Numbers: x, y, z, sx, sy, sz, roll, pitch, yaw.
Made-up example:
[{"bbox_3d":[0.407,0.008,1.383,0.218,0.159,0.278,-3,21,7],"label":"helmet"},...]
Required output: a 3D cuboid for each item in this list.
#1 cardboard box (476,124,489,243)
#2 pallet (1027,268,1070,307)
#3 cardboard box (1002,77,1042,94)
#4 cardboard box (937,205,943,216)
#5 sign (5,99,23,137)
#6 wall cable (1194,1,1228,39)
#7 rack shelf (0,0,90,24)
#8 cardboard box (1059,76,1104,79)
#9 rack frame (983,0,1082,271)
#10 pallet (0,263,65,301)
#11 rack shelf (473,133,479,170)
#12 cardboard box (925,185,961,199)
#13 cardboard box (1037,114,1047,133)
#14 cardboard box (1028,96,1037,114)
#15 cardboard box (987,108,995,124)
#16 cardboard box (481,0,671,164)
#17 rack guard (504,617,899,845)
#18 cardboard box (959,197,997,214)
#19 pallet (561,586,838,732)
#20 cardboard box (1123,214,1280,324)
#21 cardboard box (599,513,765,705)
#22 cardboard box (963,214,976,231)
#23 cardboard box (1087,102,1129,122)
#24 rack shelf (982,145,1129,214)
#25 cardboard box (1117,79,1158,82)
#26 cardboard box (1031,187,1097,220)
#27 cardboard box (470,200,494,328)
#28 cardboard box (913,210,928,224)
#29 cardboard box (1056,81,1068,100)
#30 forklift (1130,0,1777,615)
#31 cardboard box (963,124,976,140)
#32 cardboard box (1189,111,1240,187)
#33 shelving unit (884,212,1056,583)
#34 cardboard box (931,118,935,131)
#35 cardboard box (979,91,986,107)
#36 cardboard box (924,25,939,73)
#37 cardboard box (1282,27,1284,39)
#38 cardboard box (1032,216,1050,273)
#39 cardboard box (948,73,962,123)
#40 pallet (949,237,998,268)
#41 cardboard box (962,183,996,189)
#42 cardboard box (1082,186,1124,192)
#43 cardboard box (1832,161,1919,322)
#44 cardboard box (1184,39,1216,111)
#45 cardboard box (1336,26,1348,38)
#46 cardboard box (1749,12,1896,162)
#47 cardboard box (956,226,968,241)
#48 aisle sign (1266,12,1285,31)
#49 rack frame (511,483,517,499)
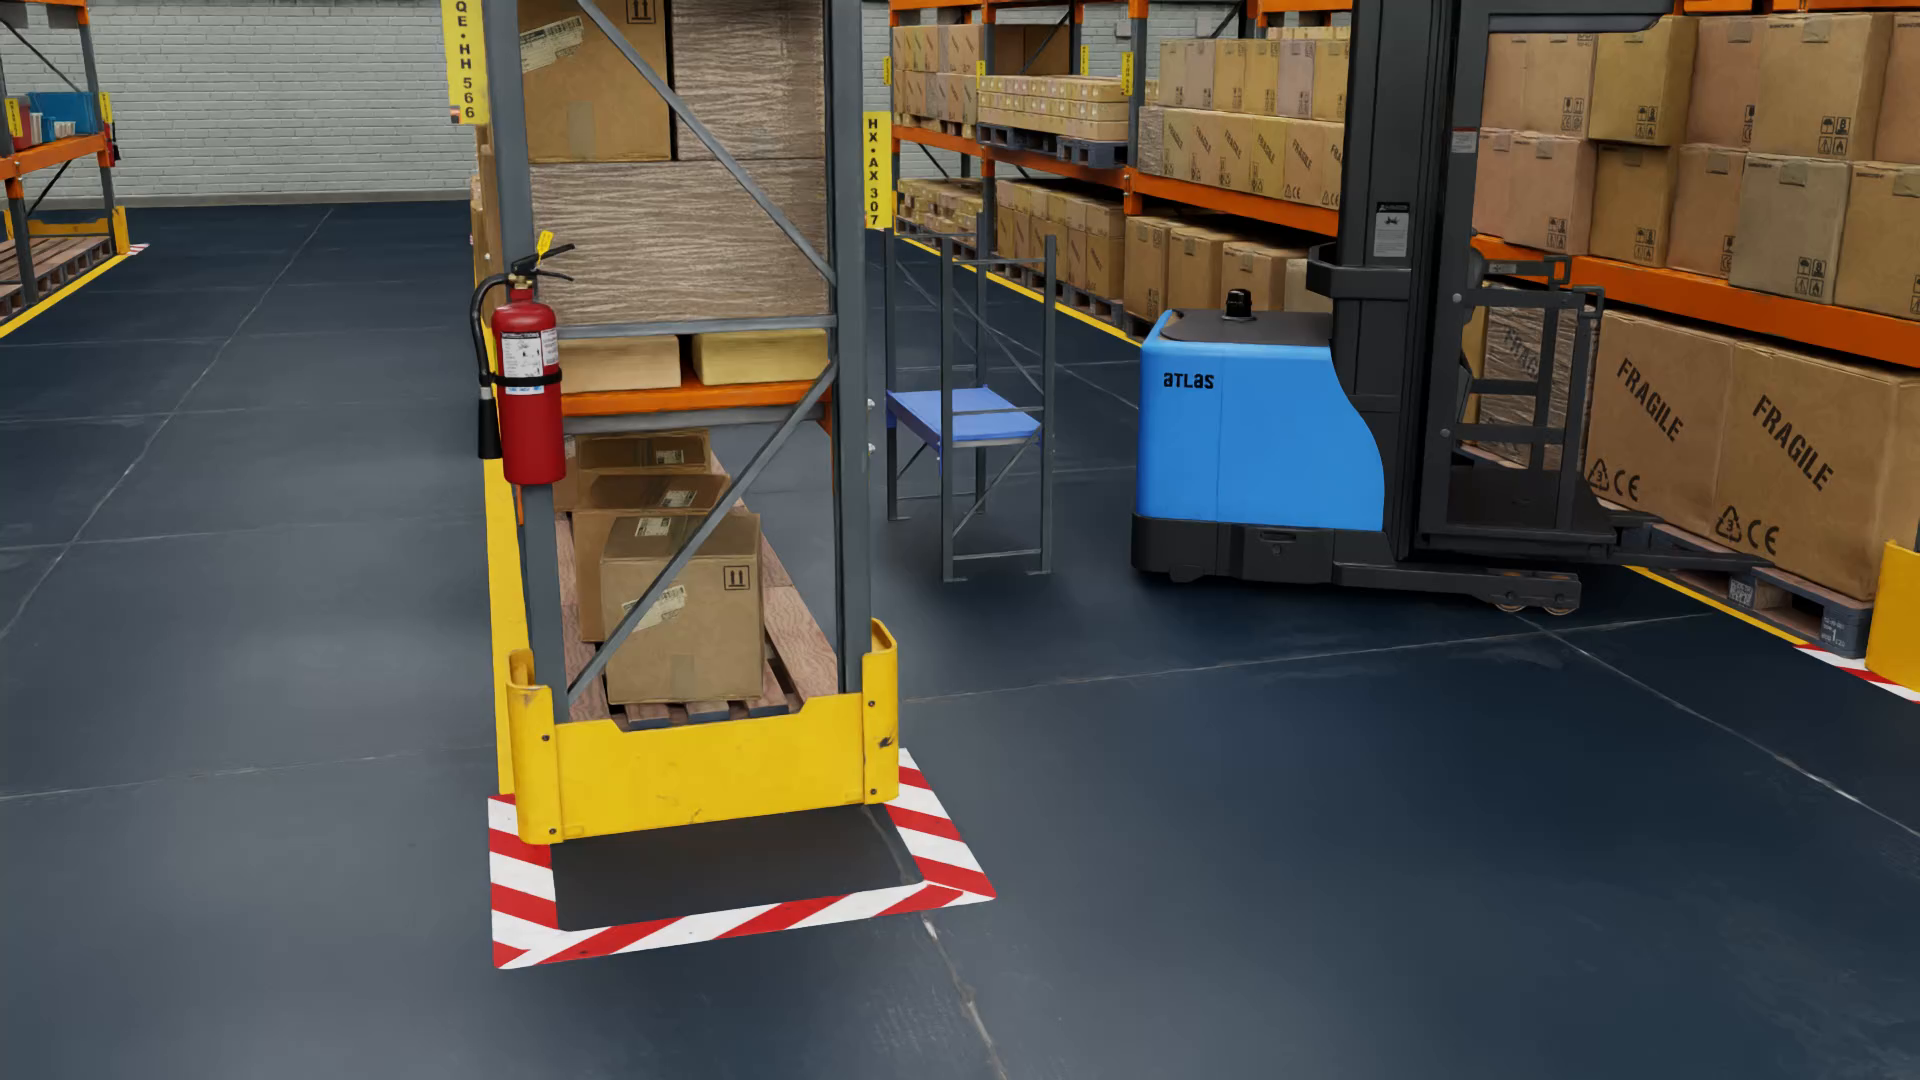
[{"bbox_3d":[-1.698,-1.626,7.460,0.875,0.500,0.500,-5,17,-15],"label":"cardboard box"},{"bbox_3d":[1.287,-2.394,15.556,1.003,0.211,1.213,-5,17,-15],"label":"pallet"},{"bbox_3d":[0.615,-4.286,15.680,0.380,0.149,0.250,-5,17,-16],"label":"cardboard box"},{"bbox_3d":[-0.052,-3.844,19.245,0.380,0.149,0.250,-4,17,-12],"label":"cardboard box"},{"bbox_3d":[-8.297,-3.703,14.584,0.100,0.325,0.005,-5,17,-15],"label":"sign"},{"bbox_3d":[4.153,-7.969,27.500,0.588,1.984,0.122,-5,17,-15],"label":"wall cable"},{"bbox_3d":[-9.376,-5.173,15.994,1.077,0.370,4.000,-5,17,-15],"label":"rack shelf"},{"bbox_3d":[1.174,-4.407,16.083,0.380,0.149,0.250,-5,18,-17],"label":"cardboard box"},{"bbox_3d":[0.732,-4.283,16.997,1.000,3.000,0.127,-5,17,-15],"label":"rack frame"},{"bbox_3d":[-9.066,-2.392,15.549,1.003,0.211,1.213,-5,17,-15],"label":"pallet"},{"bbox_3d":[-4.614,-4.128,17.729,1.077,0.370,4.000,-5,17,-15],"label":"rack shelf"},{"bbox_3d":[-0.197,-4.052,19.420,0.380,0.149,0.250,-4,17,-13],"label":"cardboard box"},{"bbox_3d":[0.907,-3.713,14.805,0.380,0.149,0.250,-4,17,-14],"label":"cardboard box"},{"bbox_3d":[0.830,-3.929,15.006,0.380,0.149,0.250,-5,17,-16],"label":"cardboard box"},{"bbox_3d":[0.480,-4.142,16.235,0.380,0.149,0.250,-4,17,-14],"label":"cardboard box"},{"bbox_3d":[-1.155,-1.401,4.974,0.500,0.500,0.500,-5,17,-15],"label":"cardboard box"},{"bbox_3d":[-0.788,0.577,5.164,1.175,0.500,0.348,-5,17,-15],"label":"rack guard"},{"bbox_3d":[0.201,-3.617,17.972,0.380,0.149,0.250,-5,17,-16],"label":"cardboard box"},{"bbox_3d":[-0.977,0.487,5.962,1.003,0.211,1.213,-5,17,-15],"label":"pallet"},{"bbox_3d":[1.912,-2.125,12.992,1.050,0.750,0.750,-5,17,-16],"label":"cardboard box"},{"bbox_3d":[-0.922,0.222,5.613,0.500,0.500,0.500,-1,17,-5],"label":"cardboard box"},{"bbox_3d":[0.254,-3.397,17.756,0.380,0.149,0.250,-6,18,-18],"label":"cardboard box"},{"bbox_3d":[1.258,-3.501,13.581,0.380,0.149,0.250,-4,17,-14],"label":"cardboard box"},{"bbox_3d":[1.282,-3.385,15.258,1.077,0.370,4.000,-5,17,-15],"label":"rack shelf"},{"bbox_3d":[1.603,-3.976,14.646,0.380,0.149,0.250,-4,17,-13],"label":"cardboard box"},{"bbox_3d":[0.966,-3.132,15.477,0.500,0.250,0.500,-4,17,-13],"label":"cardboard box"},{"bbox_3d":[-3.135,-2.188,12.987,1.225,0.875,0.875,-6,18,-18],"label":"cardboard box"},{"bbox_3d":[-0.340,-3.842,19.752,0.380,0.149,0.250,-4,17,-15],"label":"cardboard box"},{"bbox_3d":[1.040,-3.857,14.252,0.380,0.149,0.250,-4,17,-14],"label":"cardboard box"},{"bbox_3d":[2.325,-1.258,7.045,3.031,2.935,1.130,4,17,12],"label":"forklift"},{"bbox_3d":[0.253,-4.286,17.443,0.380,0.149,0.250,-5,17,-17],"label":"cardboard box"},{"bbox_3d":[1.976,-2.799,11.882,0.500,0.500,0.500,-5,17,-15],"label":"cardboard box"},{"bbox_3d":[0.023,-0.695,7.658,0.538,1.500,1.048,-5,17,-15],"label":"shelving unit"},{"bbox_3d":[-0.115,-4.726,18.908,0.380,0.149,0.250,-4,17,-13],"label":"cardboard box"},{"bbox_3d":[0.398,-4.361,16.446,0.380,0.149,0.250,-4,17,-14],"label":"cardboard box"},{"bbox_3d":[-0.089,-5.488,18.579,0.500,0.500,0.500,-5,18,-17],"label":"cardboard box"},{"bbox_3d":[4.336,-6.459,21.202,0.380,0.149,0.250,-4,17,-14],"label":"cardboard box"},{"bbox_3d":[0.984,-2.772,15.580,0.500,0.500,0.500,-4,17,-14],"label":"cardboard box"},{"bbox_3d":[0.186,-4.729,17.789,0.500,0.500,0.500,-5,17,-17],"label":"cardboard box"},{"bbox_3d":[0.514,-3.130,18.007,1.003,0.211,1.213,-5,17,-15],"label":"pallet"},{"bbox_3d":[0.239,-4.171,19.817,0.380,0.149,0.250,-5,18,-17],"label":"cardboard box"},{"bbox_3d":[1.467,-3.172,15.609,0.500,0.250,0.500,-6,18,-18],"label":"cardboard box"},{"bbox_3d":[3.885,-1.135,6.255,0.875,0.550,0.550,-5,17,-15],"label":"cardboard box"},{"bbox_3d":[2.086,-3.439,12.274,0.700,0.500,0.500,-5,17,-16],"label":"cardboard box"},{"bbox_3d":[4.701,-6.025,19.757,0.380,0.149,0.250,-5,17,-15],"label":"cardboard box"},{"bbox_3d":[3.725,-1.803,6.603,0.875,0.550,0.550,-5,17,-15],"label":"cardboard box"},{"bbox_3d":[0.171,-3.347,18.105,0.380,0.149,0.250,-5,18,-17],"label":"cardboard box"},{"bbox_3d":[4.066,-7.051,21.692,0.394,0.787,0.004,-5,17,-15],"label":"aisle sign"},{"bbox_3d":[-1.866,-1.706,8.417,1.000,3.000,0.127,-5,17,-15],"label":"rack frame"}]
